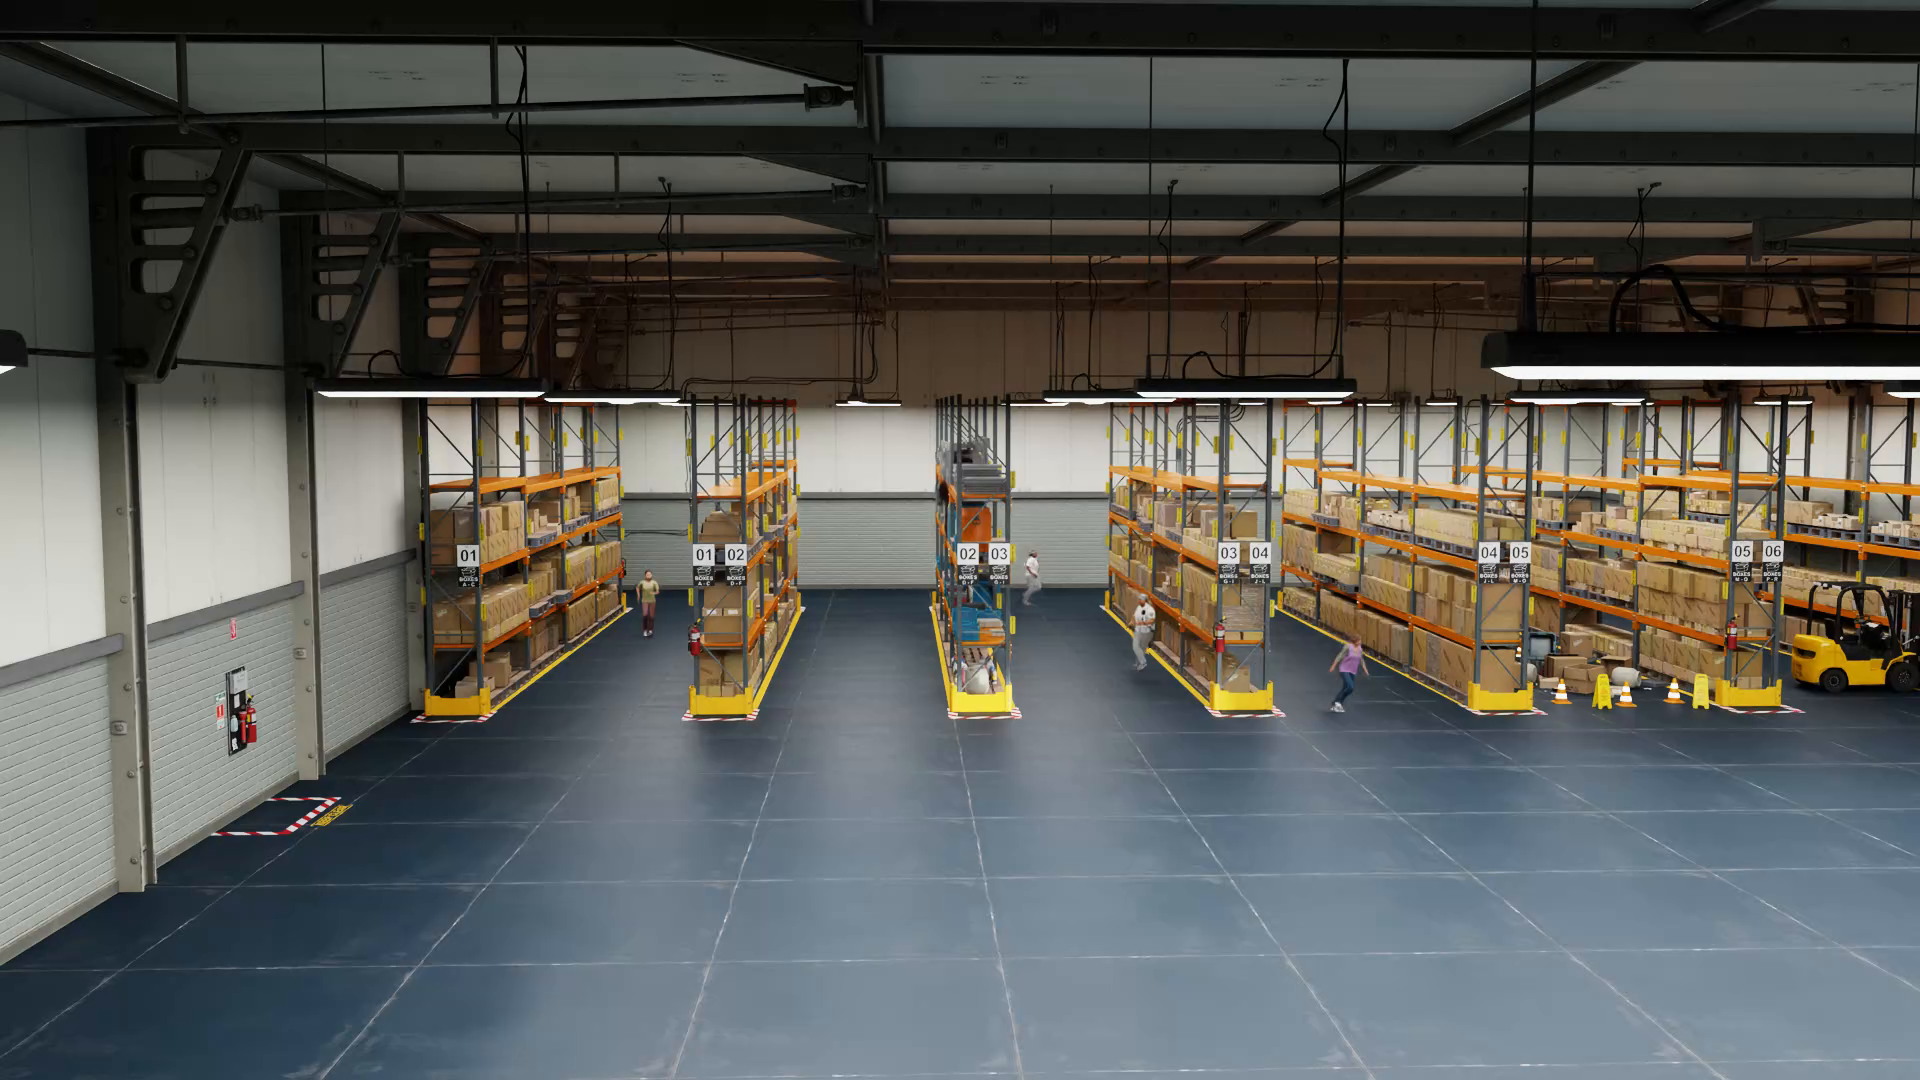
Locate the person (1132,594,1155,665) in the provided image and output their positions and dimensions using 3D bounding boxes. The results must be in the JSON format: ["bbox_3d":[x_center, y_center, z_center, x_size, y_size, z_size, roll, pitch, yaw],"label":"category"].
[{"bbox_3d":[3.905,1.866,34.978,0.558,1.513,0.598,3,5,35],"label":"person"}]

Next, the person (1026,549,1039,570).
[{"bbox_3d":[2.119,0.686,48.834,0.328,0.872,0.590,2,5,23],"label":"person"}]

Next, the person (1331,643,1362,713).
[{"bbox_3d":[7.251,2.593,31.252,0.447,1.338,0.562,-3,5,-33],"label":"person"}]

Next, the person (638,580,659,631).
[{"bbox_3d":[-7.830,1.666,41.841,0.528,1.324,0.635,-1,5,-13],"label":"person"}]
